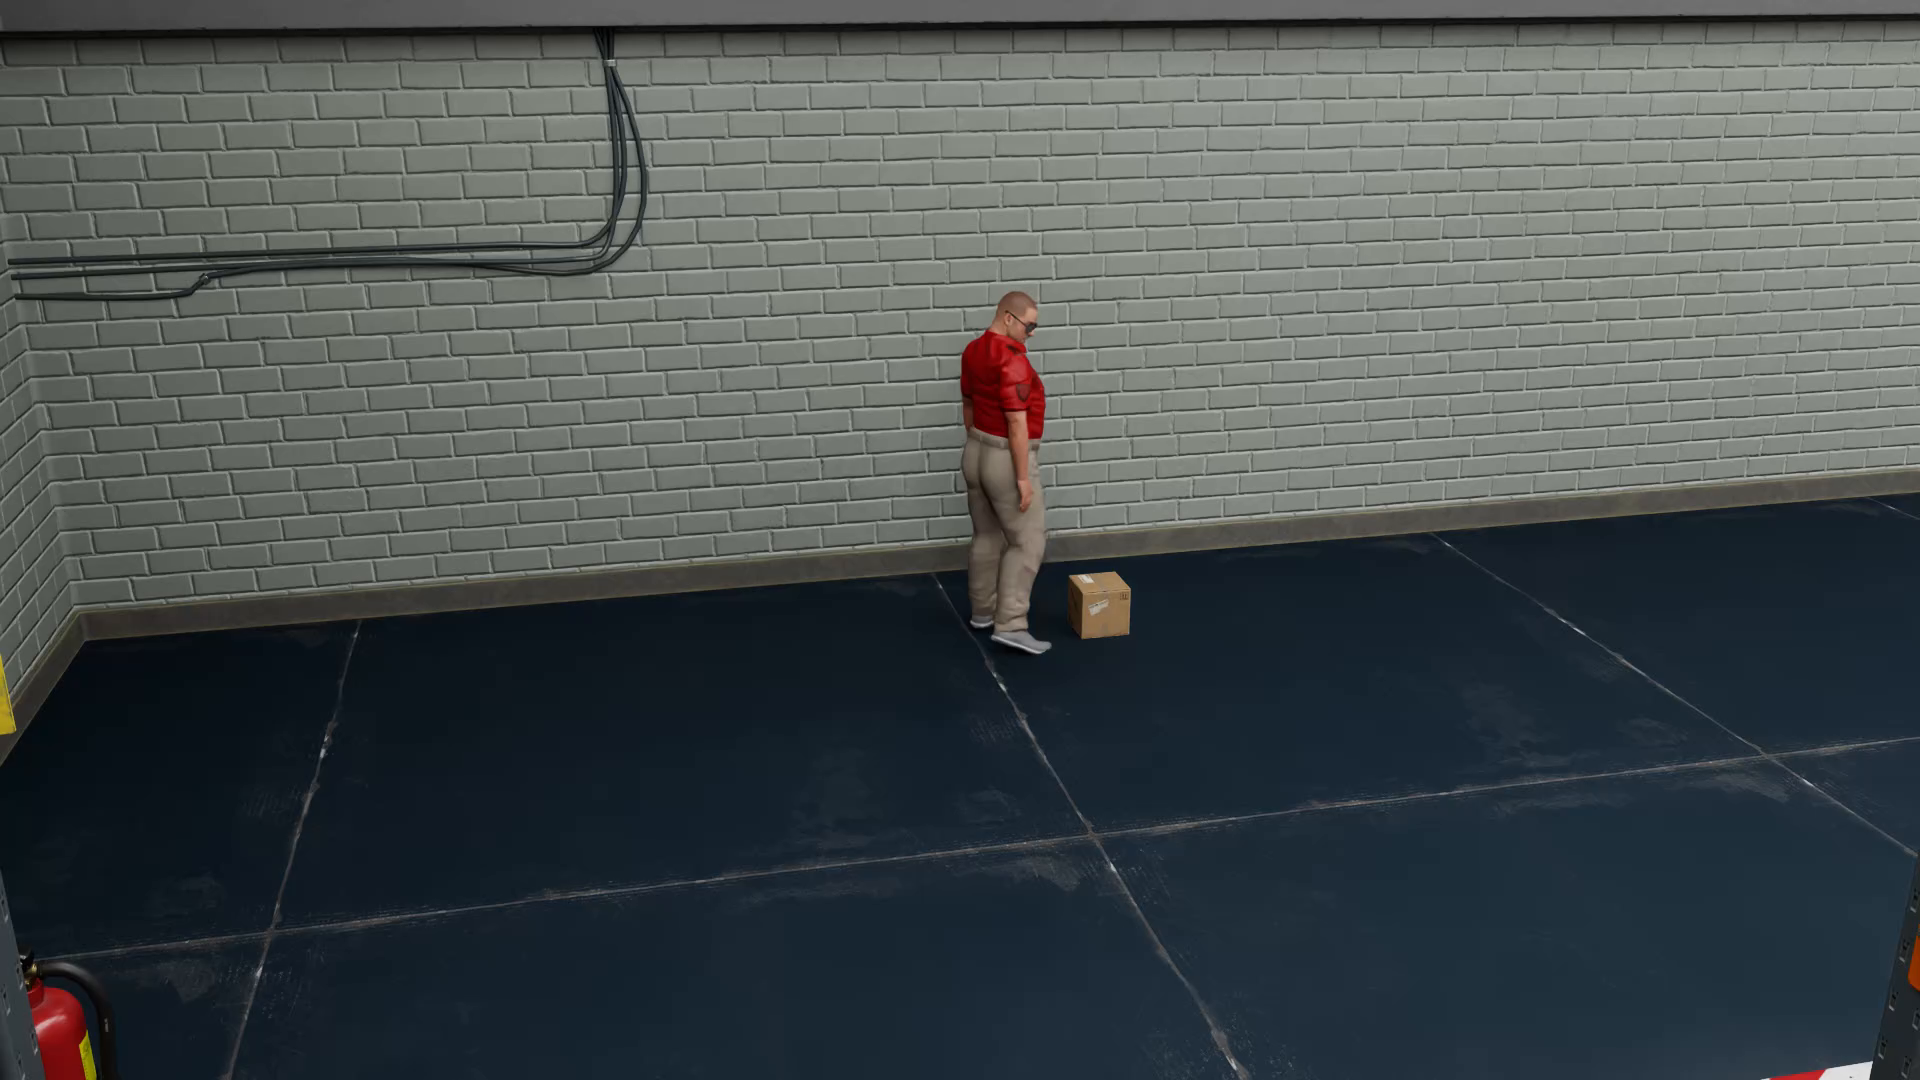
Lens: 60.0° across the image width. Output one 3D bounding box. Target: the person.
[{"bbox_3d":[0.214,-0.330,8.075,0.378,1.756,0.636,-12,23,-31],"label":"person"}]
